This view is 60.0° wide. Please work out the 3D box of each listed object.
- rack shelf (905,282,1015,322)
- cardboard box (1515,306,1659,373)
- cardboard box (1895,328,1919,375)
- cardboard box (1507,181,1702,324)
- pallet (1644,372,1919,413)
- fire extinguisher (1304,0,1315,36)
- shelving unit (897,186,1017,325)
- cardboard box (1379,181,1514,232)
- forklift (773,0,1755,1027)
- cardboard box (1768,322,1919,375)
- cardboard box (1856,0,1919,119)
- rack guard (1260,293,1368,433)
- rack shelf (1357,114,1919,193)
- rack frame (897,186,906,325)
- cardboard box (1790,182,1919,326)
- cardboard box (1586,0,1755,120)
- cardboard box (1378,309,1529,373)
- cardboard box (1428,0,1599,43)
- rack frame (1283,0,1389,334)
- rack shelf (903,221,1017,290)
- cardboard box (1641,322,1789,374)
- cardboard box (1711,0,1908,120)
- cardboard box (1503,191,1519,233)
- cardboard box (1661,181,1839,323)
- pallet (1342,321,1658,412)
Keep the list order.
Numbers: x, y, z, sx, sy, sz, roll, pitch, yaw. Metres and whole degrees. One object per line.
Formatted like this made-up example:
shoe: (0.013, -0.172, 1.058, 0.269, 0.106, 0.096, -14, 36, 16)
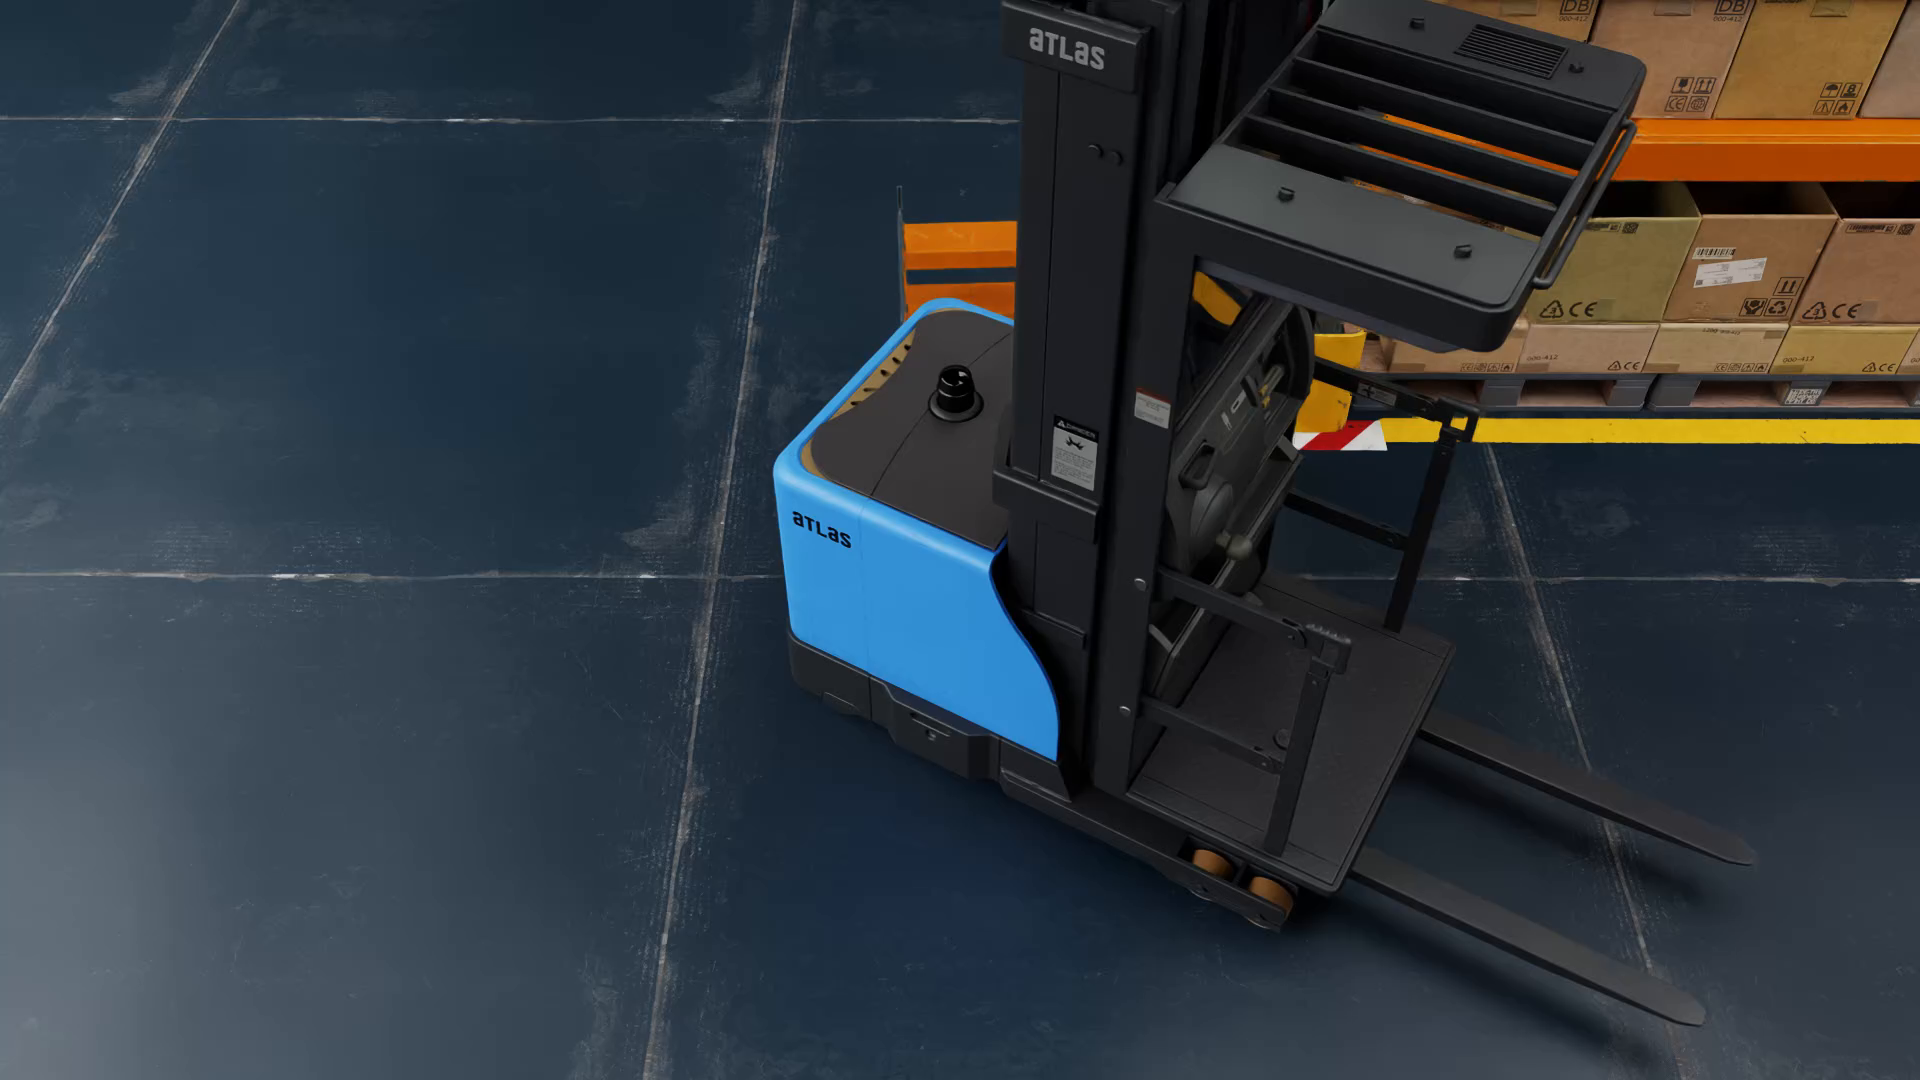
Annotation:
rack shelf: (0.042, -0.808, 5.951, 0.480, 0.148, 0.258, -2, 35, -2)
cardboard box: (2.443, -0.924, 6.652, 0.500, 0.250, 0.500, 0, 47, 0)
cardboard box: (3.943, -0.916, 6.645, 0.500, 0.250, 0.500, 0, 47, 0)
cardboard box: (2.443, -1.178, 6.376, 0.500, 0.500, 0.500, 0, 47, 0)
pallet: (3.389, -0.954, 6.993, 1.213, 0.211, 1.003, 0, 47, 0)
fire extinguisher: (1.291, -2.194, 6.296, 0.183, 0.674, 0.296, 0, 47, 0)
shelving unit: (0.043, -0.680, 6.040, 0.503, 1.200, 0.258, -2, 35, -2)
cardboard box: (1.945, -1.559, 6.731, 0.500, 0.500, 0.500, 0, 47, 0)
forklift: (0.949, -0.250, 4.481, 3.031, 2.935, 1.130, 23, 51, 20)
cardboard box: (3.443, -0.917, 6.646, 0.500, 0.250, 0.500, 0, 47, 0)
cardboard box: (3.422, -1.902, 5.903, 0.500, 0.500, 0.700, 1, 47, 1)
rack guard: (1.383, -1.029, 6.866, 0.348, 0.500, 1.175, 0, 47, 0)
rack shelf: (3.407, -1.630, 6.209, 4.000, 0.370, 1.077, 0, 47, 0)
rack frame: (-0.201, -0.671, 6.032, 0.015, 1.200, 0.240, -2, 35, -2)
cardboard box: (3.443, -1.172, 6.371, 0.500, 0.500, 0.500, 0, 47, 0)
cardboard box: (2.399, -1.906, 5.907, 0.500, 0.500, 0.700, 1, 47, 1)
cardboard box: (1.943, -0.922, 6.651, 0.500, 0.250, 0.500, 0, 47, 0)
cardboard box: (1.874, -1.904, 5.905, 0.500, 0.500, 0.700, 0, 47, 0)
rack frame: (1.407, -1.880, 5.951, 0.127, 3.000, 1.000, 0, 47, 0)
rack shelf: (0.040, -1.003, 5.816, 0.480, 0.148, 0.258, -2, 35, -2)
cardboard box: (2.943, -0.922, 6.651, 0.500, 0.250, 0.500, 0, 47, 0)
cardboard box: (2.896, -1.900, 5.901, 0.500, 0.500, 0.700, 0, 47, 0)
cardboard box: (2.445, -1.309, 7.011, 0.500, 0.250, 0.500, 0, 47, 0)
cardboard box: (2.943, -1.186, 6.384, 0.500, 0.500, 0.500, 0, 47, 0)
pallet: (2.172, -0.959, 6.998, 1.213, 0.211, 1.003, 0, 47, 0)
